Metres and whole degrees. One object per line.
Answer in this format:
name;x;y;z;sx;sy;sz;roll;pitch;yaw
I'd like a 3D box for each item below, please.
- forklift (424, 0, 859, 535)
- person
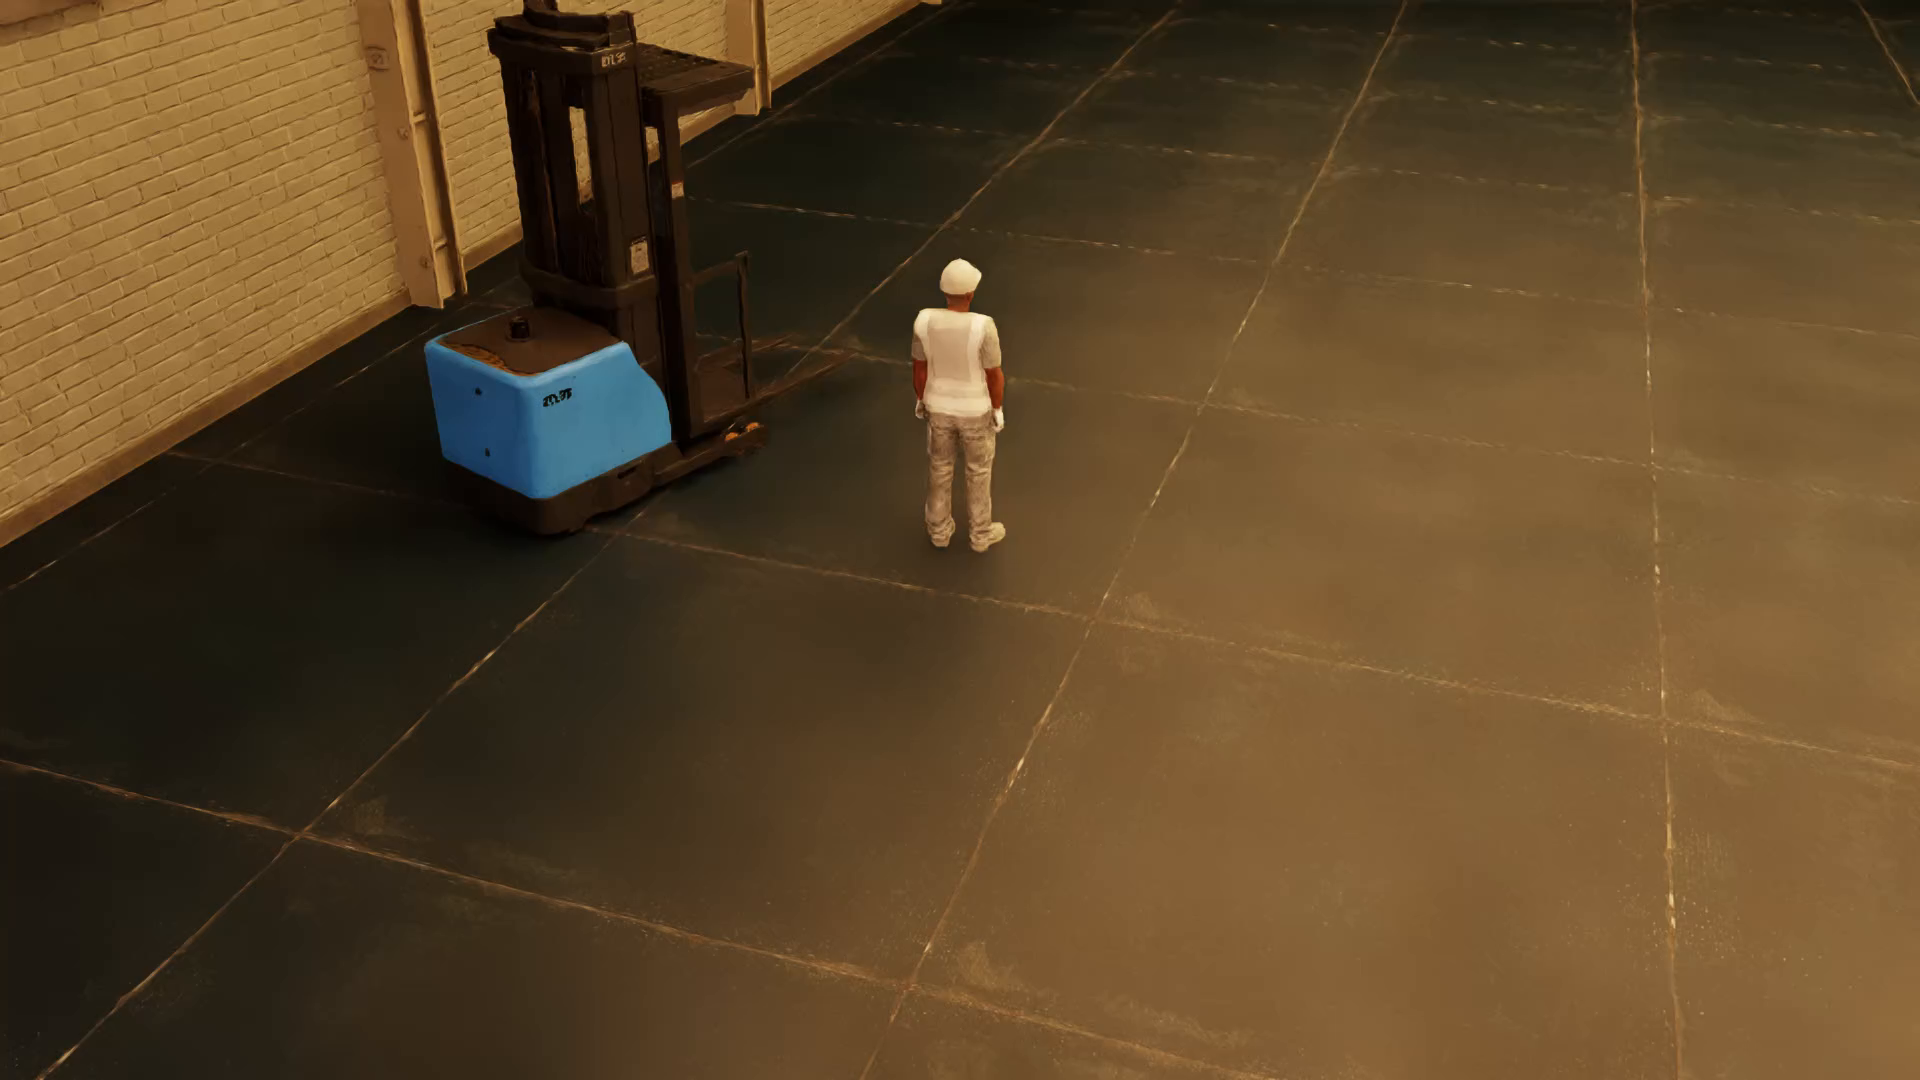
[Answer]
forklift;-1.942;-1.962;10.579;1.130;2.935;3.031;22;36;33
person;0.003;-0.783;9.665;0.546;1.790;0.365;10;31;16
